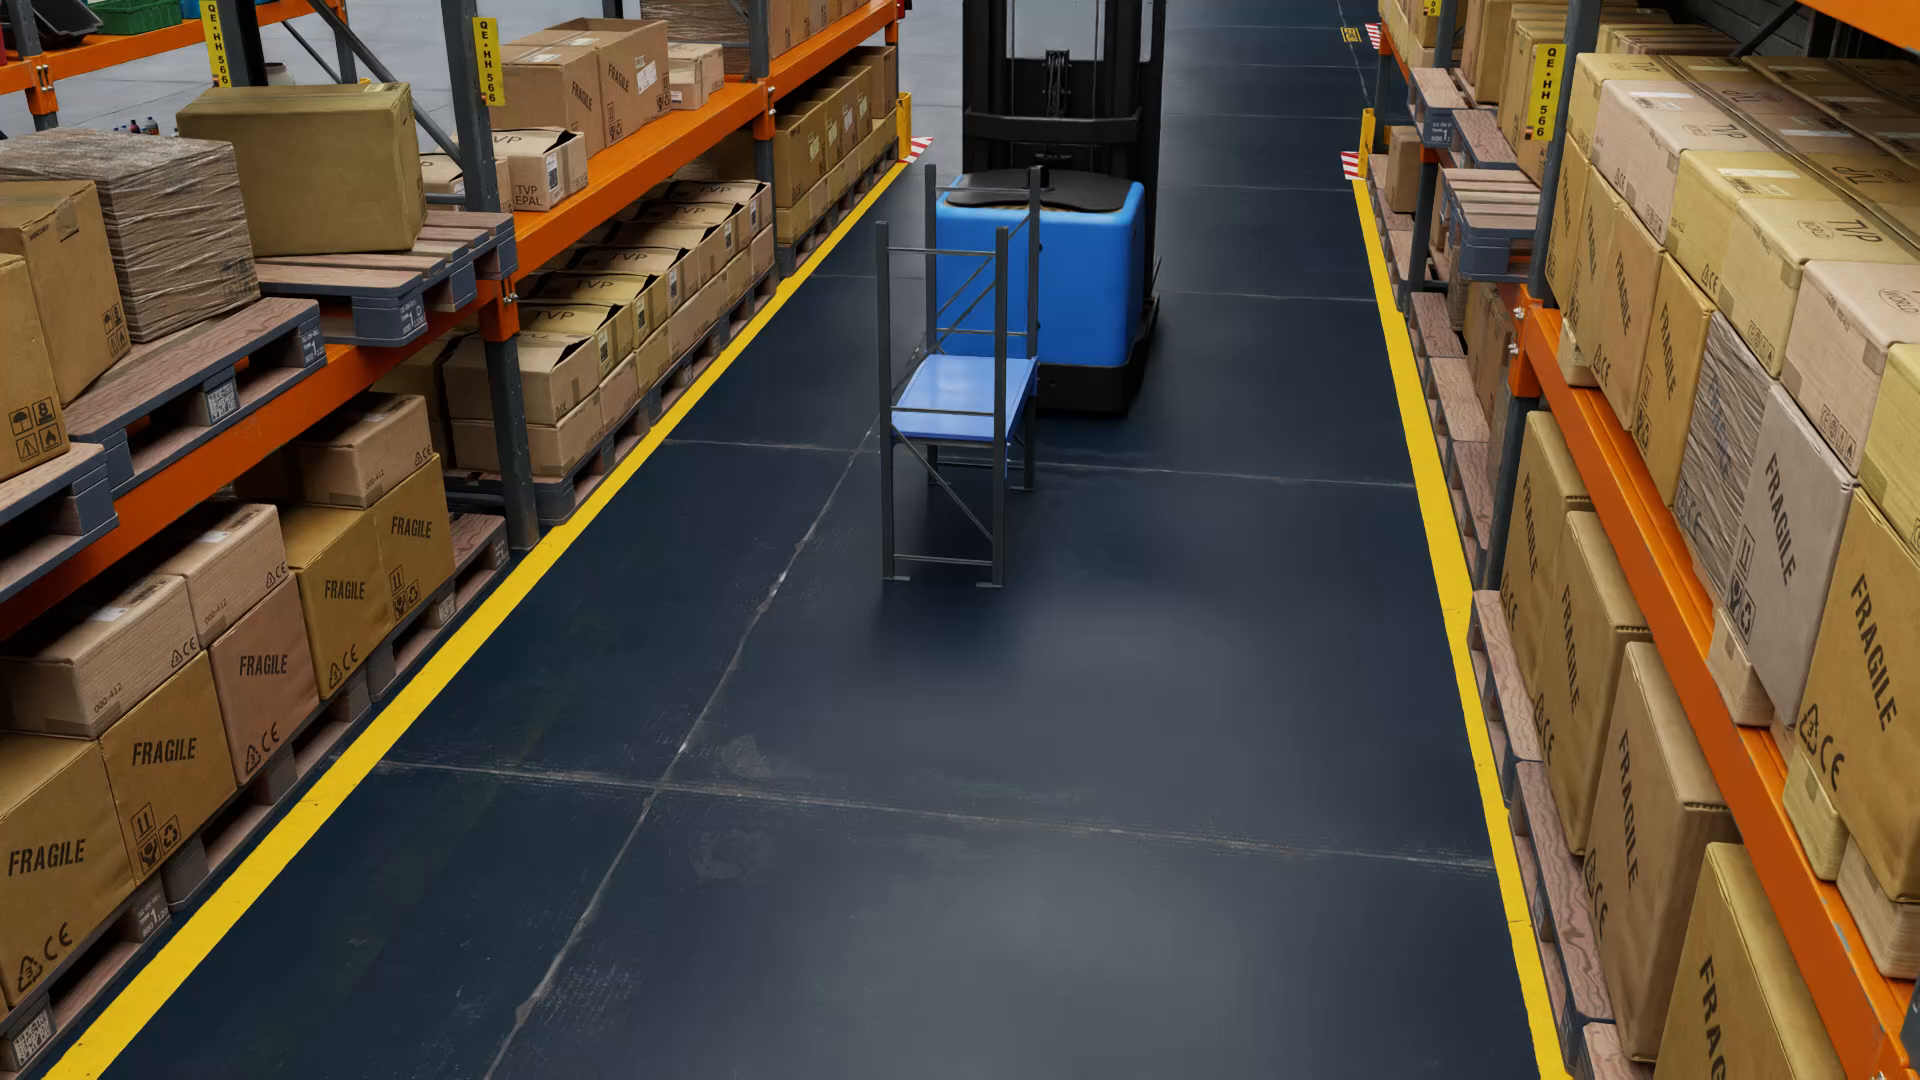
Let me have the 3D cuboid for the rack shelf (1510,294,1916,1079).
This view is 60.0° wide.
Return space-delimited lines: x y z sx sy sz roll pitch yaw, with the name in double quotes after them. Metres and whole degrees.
2.232 0.142 4.257 1.077 0.370 4.000 4 25 9 "rack shelf"

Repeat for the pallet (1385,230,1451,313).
3.287 -1.714 10.662 1.003 0.211 1.213 4 25 9 "pallet"

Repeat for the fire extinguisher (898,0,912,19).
-0.544 -4.690 13.822 0.296 0.674 0.183 4 25 9 "fire extinguisher"

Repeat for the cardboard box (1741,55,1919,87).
2.740 -1.341 5.200 0.500 0.250 0.500 5 25 10 "cardboard box"

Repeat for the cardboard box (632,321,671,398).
-1.794 -0.934 8.454 0.500 0.250 0.500 3 25 7 "cardboard box"

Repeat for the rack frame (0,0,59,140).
-6.562 -3.380 10.932 1.000 3.000 0.127 4 25 9 "rack frame"

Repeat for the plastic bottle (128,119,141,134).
-6.567 -3.191 13.215 0.061 0.283 0.133 4 25 9 "plastic bottle"

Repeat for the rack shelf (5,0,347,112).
-6.235 -3.890 12.871 1.077 0.370 4.000 4 25 9 "rack shelf"

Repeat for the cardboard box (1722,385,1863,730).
1.805 0.039 3.136 0.500 0.500 0.500 4 25 9 "cardboard box"

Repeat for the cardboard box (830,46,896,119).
-0.816 -3.747 13.581 0.500 0.500 0.500 4 25 9 "cardboard box"

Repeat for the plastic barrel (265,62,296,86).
-5.940 -3.835 14.345 0.421 0.512 0.421 0 25 0 "plastic barrel"

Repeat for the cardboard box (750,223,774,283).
-1.457 -1.786 10.276 0.500 0.250 0.500 4 25 8 "cardboard box"

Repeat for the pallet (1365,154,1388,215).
3.686 -2.734 12.842 1.003 0.211 1.213 4 25 9 "pallet"

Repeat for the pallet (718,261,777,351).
-1.757 -1.461 10.122 1.003 0.211 1.213 4 25 9 "pallet"

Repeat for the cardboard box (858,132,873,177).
-0.968 -2.989 12.845 0.500 0.250 0.500 4 25 9 "cardboard box"

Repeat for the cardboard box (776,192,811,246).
-1.301 -2.153 11.059 0.500 0.250 0.500 4 25 9 "cardboard box"

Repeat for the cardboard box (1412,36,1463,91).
2.991 -2.853 9.961 0.500 0.250 0.500 4 25 9 "cardboard box"

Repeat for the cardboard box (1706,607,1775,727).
1.771 0.269 3.409 0.380 0.149 0.250 4 25 9 "cardboard box"

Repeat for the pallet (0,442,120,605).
-2.745 0.071 3.786 1.003 0.211 1.213 4 25 9 "pallet"

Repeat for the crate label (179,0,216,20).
-5.942 -4.280 12.814 0.502 0.435 0.616 4 25 9 "crate label"

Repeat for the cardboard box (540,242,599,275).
-2.239 -1.435 8.864 0.500 0.311 0.500 5 25 10 "cardboard box"

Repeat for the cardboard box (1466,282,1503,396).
2.950 -1.021 8.323 0.700 0.500 0.500 4 25 9 "cardboard box"

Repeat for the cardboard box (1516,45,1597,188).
2.690 -1.698 6.702 0.700 0.500 0.500 2 25 4 "cardboard box"

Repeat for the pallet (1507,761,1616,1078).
2.154 1.076 4.702 1.003 0.211 1.213 4 25 9 "pallet"

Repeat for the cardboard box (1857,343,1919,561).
1.729 -0.089 2.525 0.500 0.250 0.500 5 25 10 "cardboard box"

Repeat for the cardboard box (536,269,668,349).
-1.791 -1.193 8.347 0.500 0.311 0.500 3 25 7 "cardboard box"

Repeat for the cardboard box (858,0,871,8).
-1.111 -4.559 13.333 0.700 0.500 0.500 4 25 9 "cardboard box"

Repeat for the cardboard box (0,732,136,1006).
-2.587 0.835 4.358 0.500 0.500 0.500 4 25 9 "cardboard box"

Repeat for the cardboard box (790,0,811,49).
-1.444 -3.697 11.491 0.700 0.500 0.500 4 25 9 "cardboard box"

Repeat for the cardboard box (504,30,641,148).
-1.985 -2.330 8.572 0.500 0.500 0.500 4 25 9 "cardboard box"

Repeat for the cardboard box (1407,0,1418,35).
3.060 -3.402 10.249 0.500 0.500 0.500 4 25 8 "cardboard box"

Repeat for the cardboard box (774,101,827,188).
-1.217 -2.701 11.346 0.500 0.500 0.500 4 25 9 "cardboard box"

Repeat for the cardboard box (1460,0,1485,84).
3.095 -2.727 8.901 0.700 0.500 0.500 4 25 9 "cardboard box"

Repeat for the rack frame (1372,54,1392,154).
3.866 -4.366 13.039 1.000 3.000 0.127 4 25 9 "rack frame"

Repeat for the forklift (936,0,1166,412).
0.602 -2.579 9.303 1.130 2.935 3.031 5 25 10 "forklift"

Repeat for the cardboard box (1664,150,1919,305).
1.988 -0.729 3.892 0.500 0.250 0.500 4 25 7 "cardboard box"

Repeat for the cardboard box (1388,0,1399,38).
3.313 -3.694 11.757 0.500 0.250 0.500 4 25 8 "cardboard box"

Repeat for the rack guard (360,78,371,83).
-5.874 -3.885 14.961 1.175 0.500 0.348 4 25 9 "rack guard"

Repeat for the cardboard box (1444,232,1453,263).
3.270 -1.835 10.455 0.380 0.166 0.250 1 25 2 "cardboard box"

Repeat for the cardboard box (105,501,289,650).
-2.419 0.091 5.063 0.500 0.250 0.500 4 25 8 "cardboard box"

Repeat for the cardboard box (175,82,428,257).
-2.321 -1.326 5.932 0.700 0.500 0.500 -4 25 -9 "cardboard box"

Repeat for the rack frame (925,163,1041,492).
0.097 -0.928 7.462 0.500 1.500 0.032 4 25 9 "rack frame"

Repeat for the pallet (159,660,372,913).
-2.690 0.720 5.464 1.003 0.211 1.213 4 25 9 "pallet"

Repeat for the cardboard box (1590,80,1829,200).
2.143 -1.152 4.796 0.500 0.250 0.500 4 25 8 "cardboard box"

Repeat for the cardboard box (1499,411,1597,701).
2.309 0.062 5.620 0.750 0.750 0.750 4 25 8 "cardboard box"

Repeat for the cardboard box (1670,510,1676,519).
2.036 -0.152 4.308 0.380 0.149 0.250 4 25 9 "cardboard box"

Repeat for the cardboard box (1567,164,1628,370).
2.132 -0.805 4.940 0.500 0.500 0.500 5 26 10 "cardboard box"

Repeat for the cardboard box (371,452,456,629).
-2.250 -0.022 6.187 0.500 0.500 0.500 5 26 11 "cardboard box"

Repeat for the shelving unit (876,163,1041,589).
0.014 -0.715 7.008 0.538 1.500 1.048 4 25 9 "shelving unit"

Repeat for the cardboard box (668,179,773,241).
-1.459 -2.044 10.166 0.500 0.311 0.500 4 25 9 "cardboard box"

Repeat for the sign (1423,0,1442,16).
2.676 -3.120 9.355 0.100 0.325 0.005 4 25 9 "sign"
